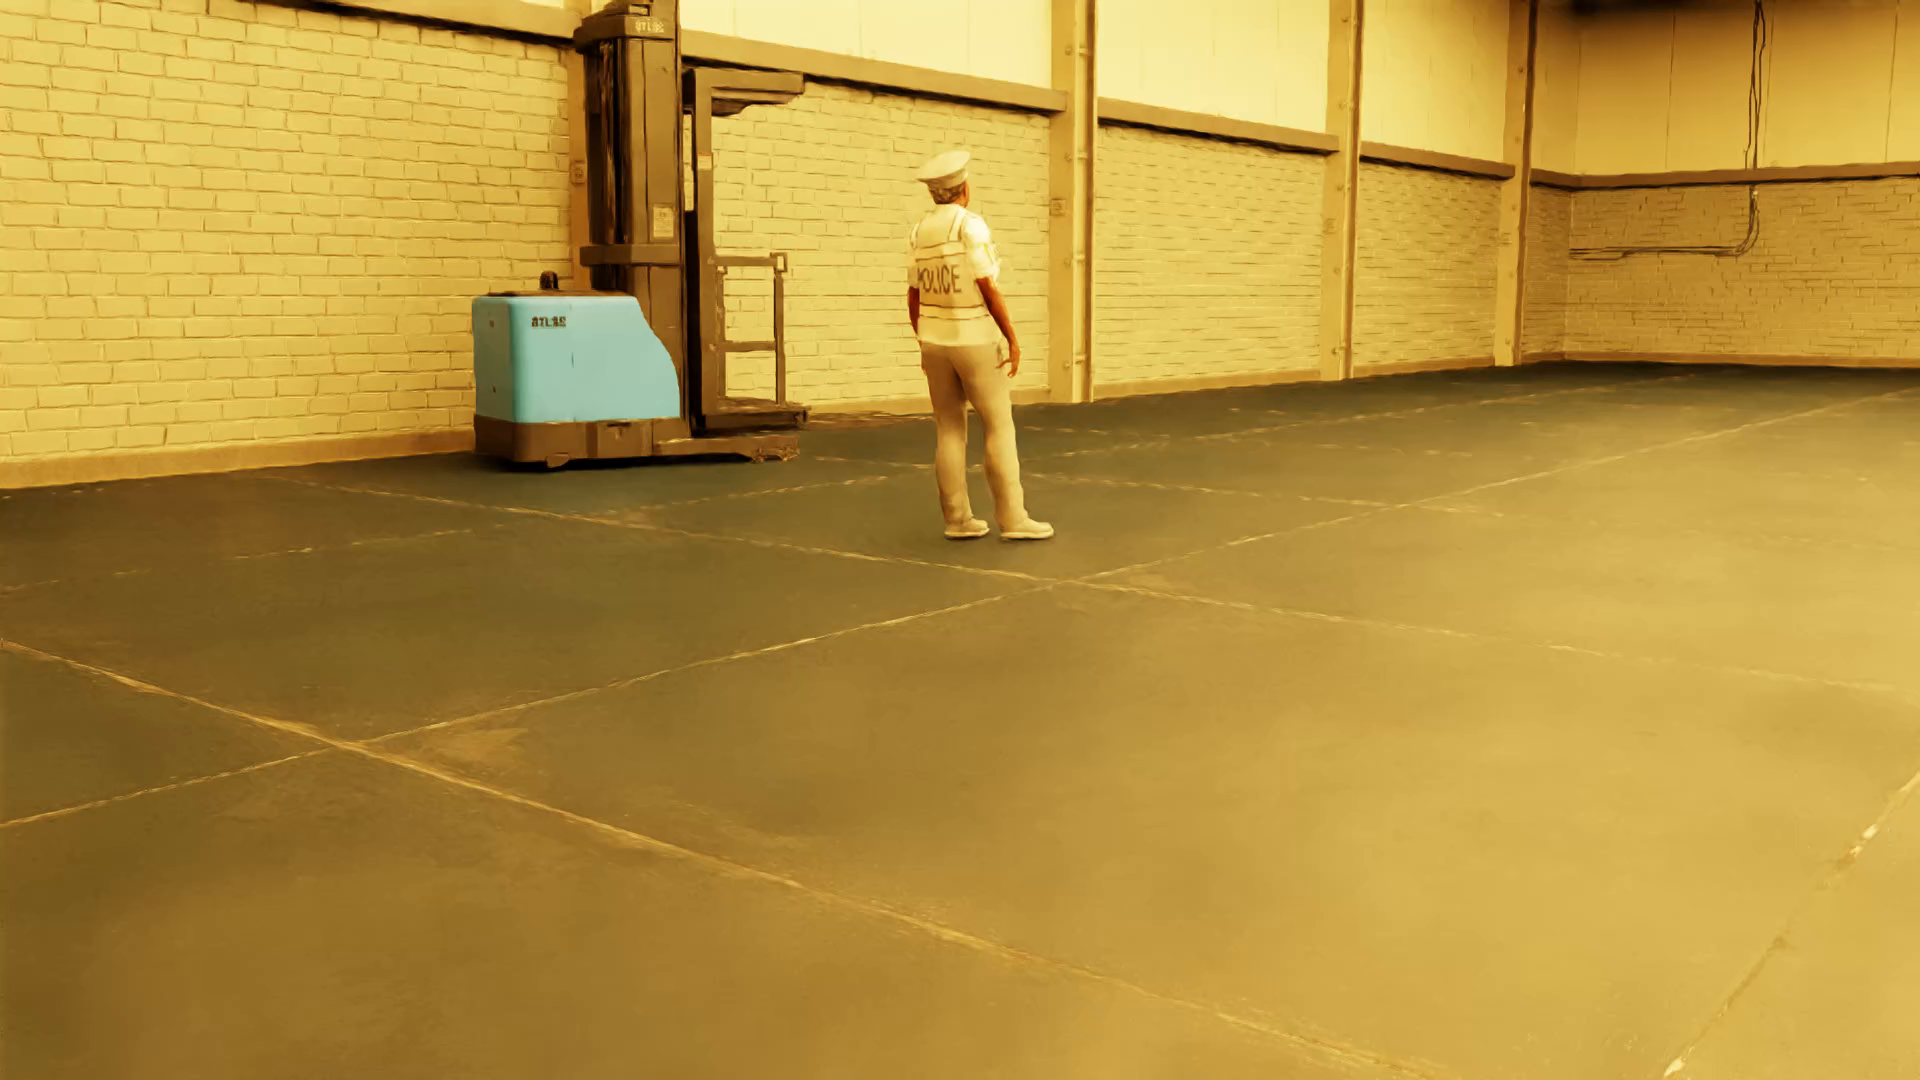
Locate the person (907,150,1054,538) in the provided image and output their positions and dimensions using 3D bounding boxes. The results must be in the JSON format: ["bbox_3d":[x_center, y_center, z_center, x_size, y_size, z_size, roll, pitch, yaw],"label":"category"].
[{"bbox_3d":[0.062,-0.853,7.327,0.570,1.695,0.529,7,11,38],"label":"person"}]

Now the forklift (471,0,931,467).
[{"bbox_3d":[-1.673,-2.031,11.160,3.031,2.935,1.130,-5,10,-31],"label":"forklift"}]
